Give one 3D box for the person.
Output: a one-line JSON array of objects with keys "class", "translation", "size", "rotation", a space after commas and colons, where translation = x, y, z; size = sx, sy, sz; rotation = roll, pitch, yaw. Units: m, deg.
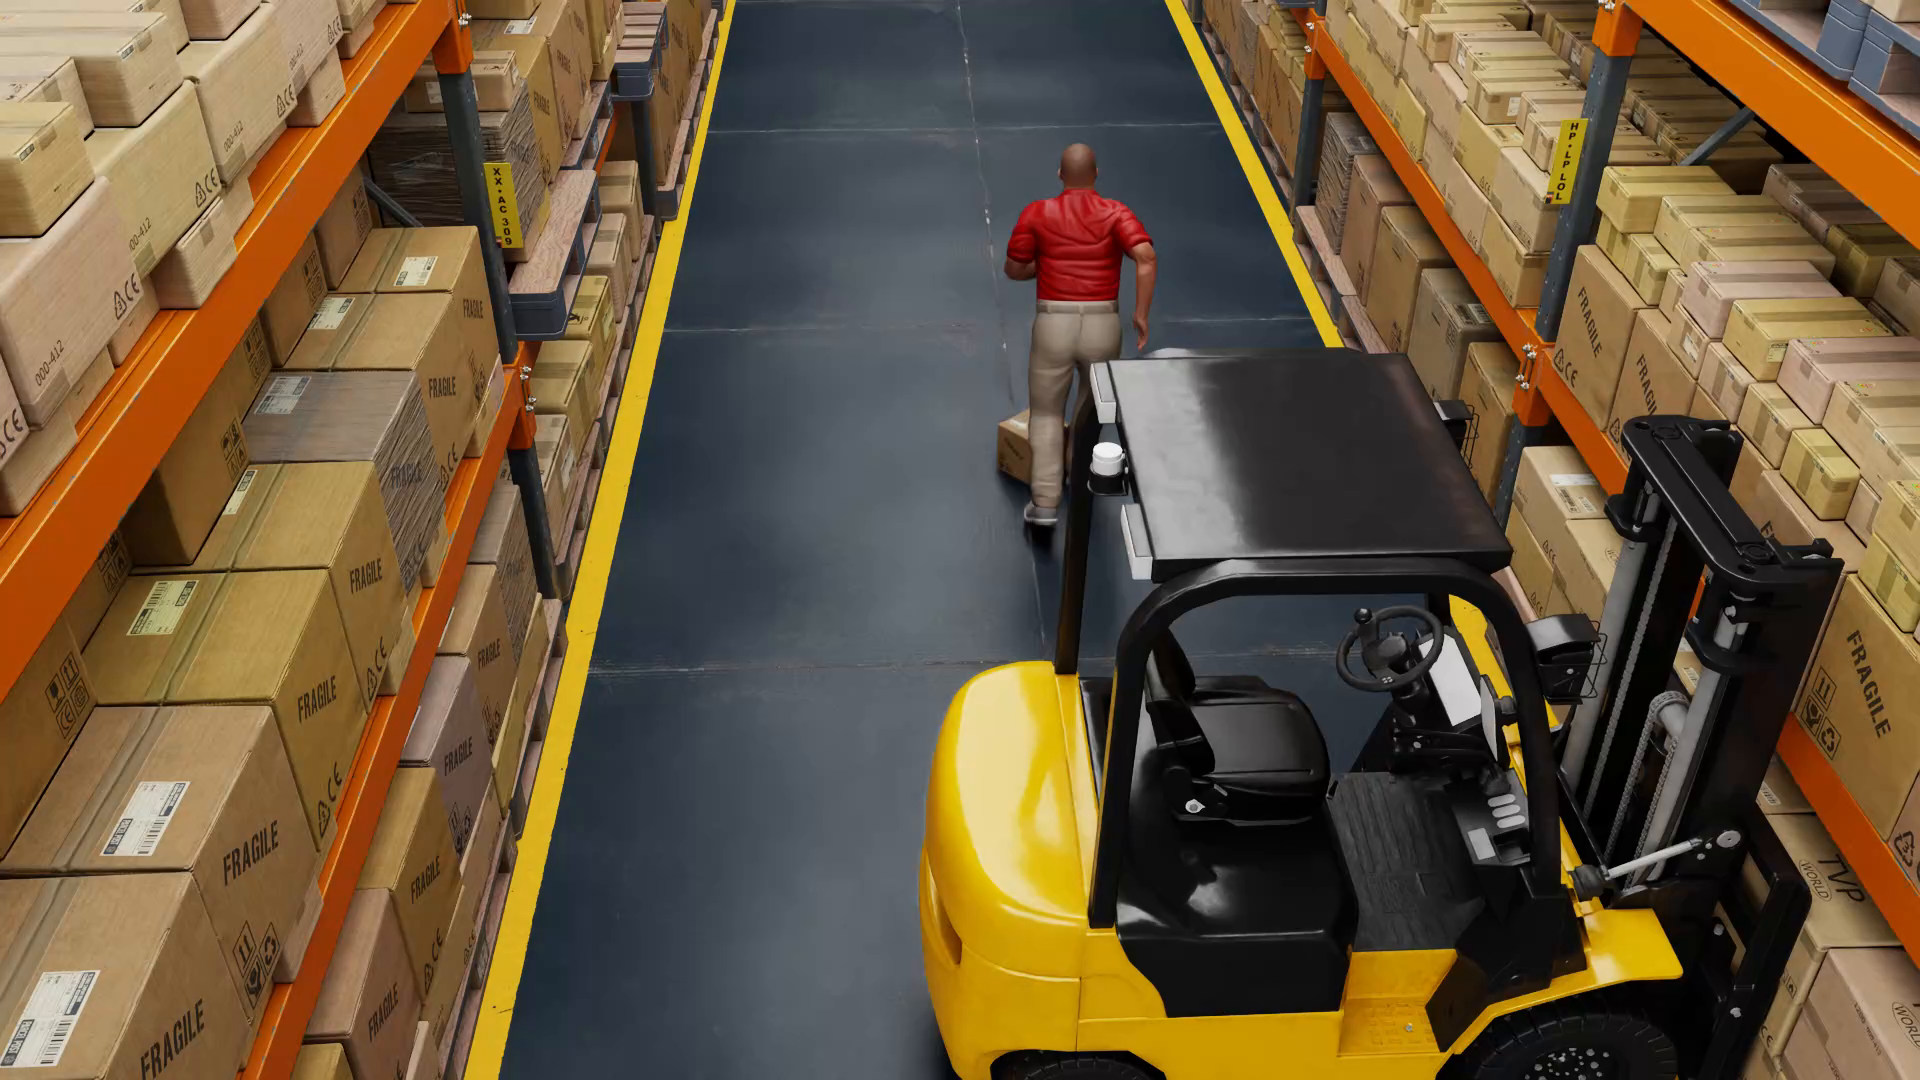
[{"class": "person", "translation": [0.527, -0.899, 7.519], "size": [0.647, 1.671, 0.951], "rotation": [-2, 35, -2]}]
